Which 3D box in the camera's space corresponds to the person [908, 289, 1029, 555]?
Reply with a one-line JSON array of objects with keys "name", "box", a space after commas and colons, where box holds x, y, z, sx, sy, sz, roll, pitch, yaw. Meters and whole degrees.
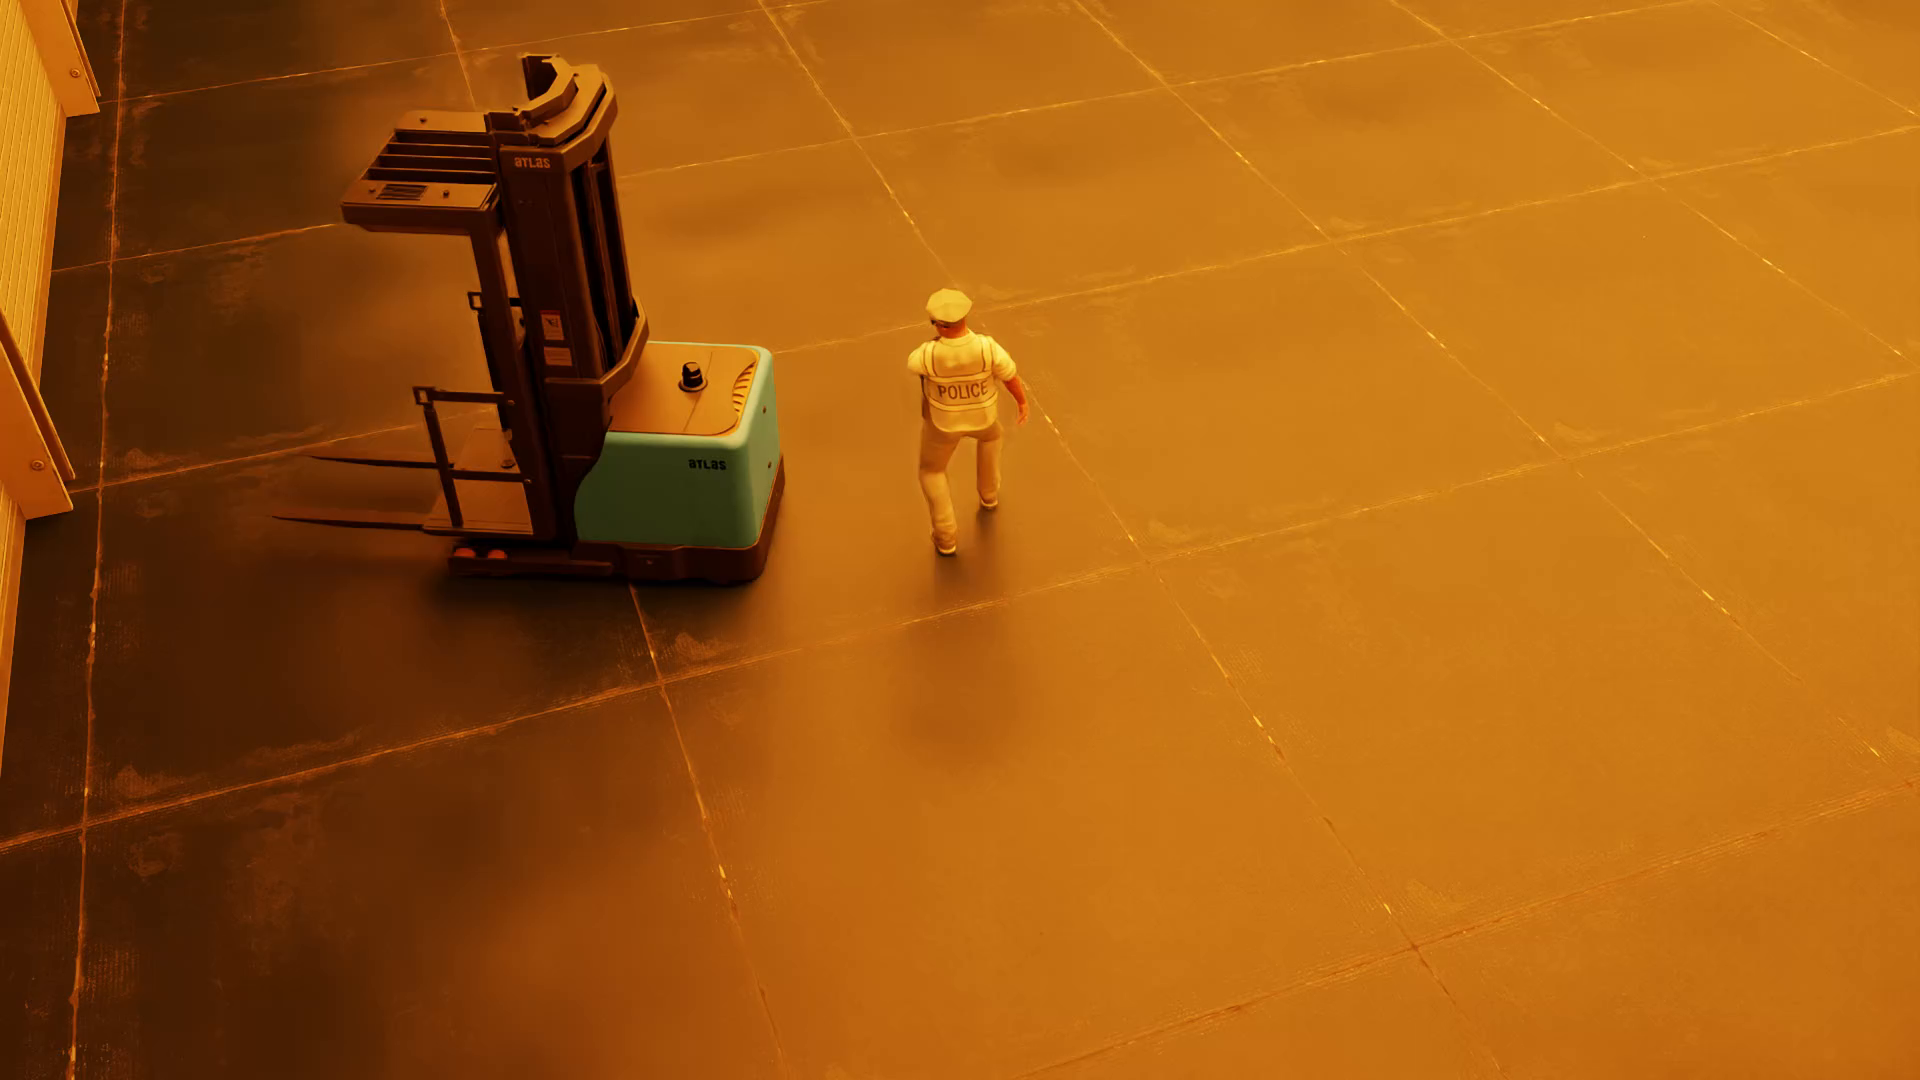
[{"name": "person", "box": [0.044, -0.812, 9.955, 0.722, 1.660, 0.811, -10, 41, -12]}]

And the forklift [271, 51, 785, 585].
[{"name": "forklift", "box": [-2.658, -1.236, 9.469, 3.031, 2.935, 1.130, 3, 40, 4]}]
